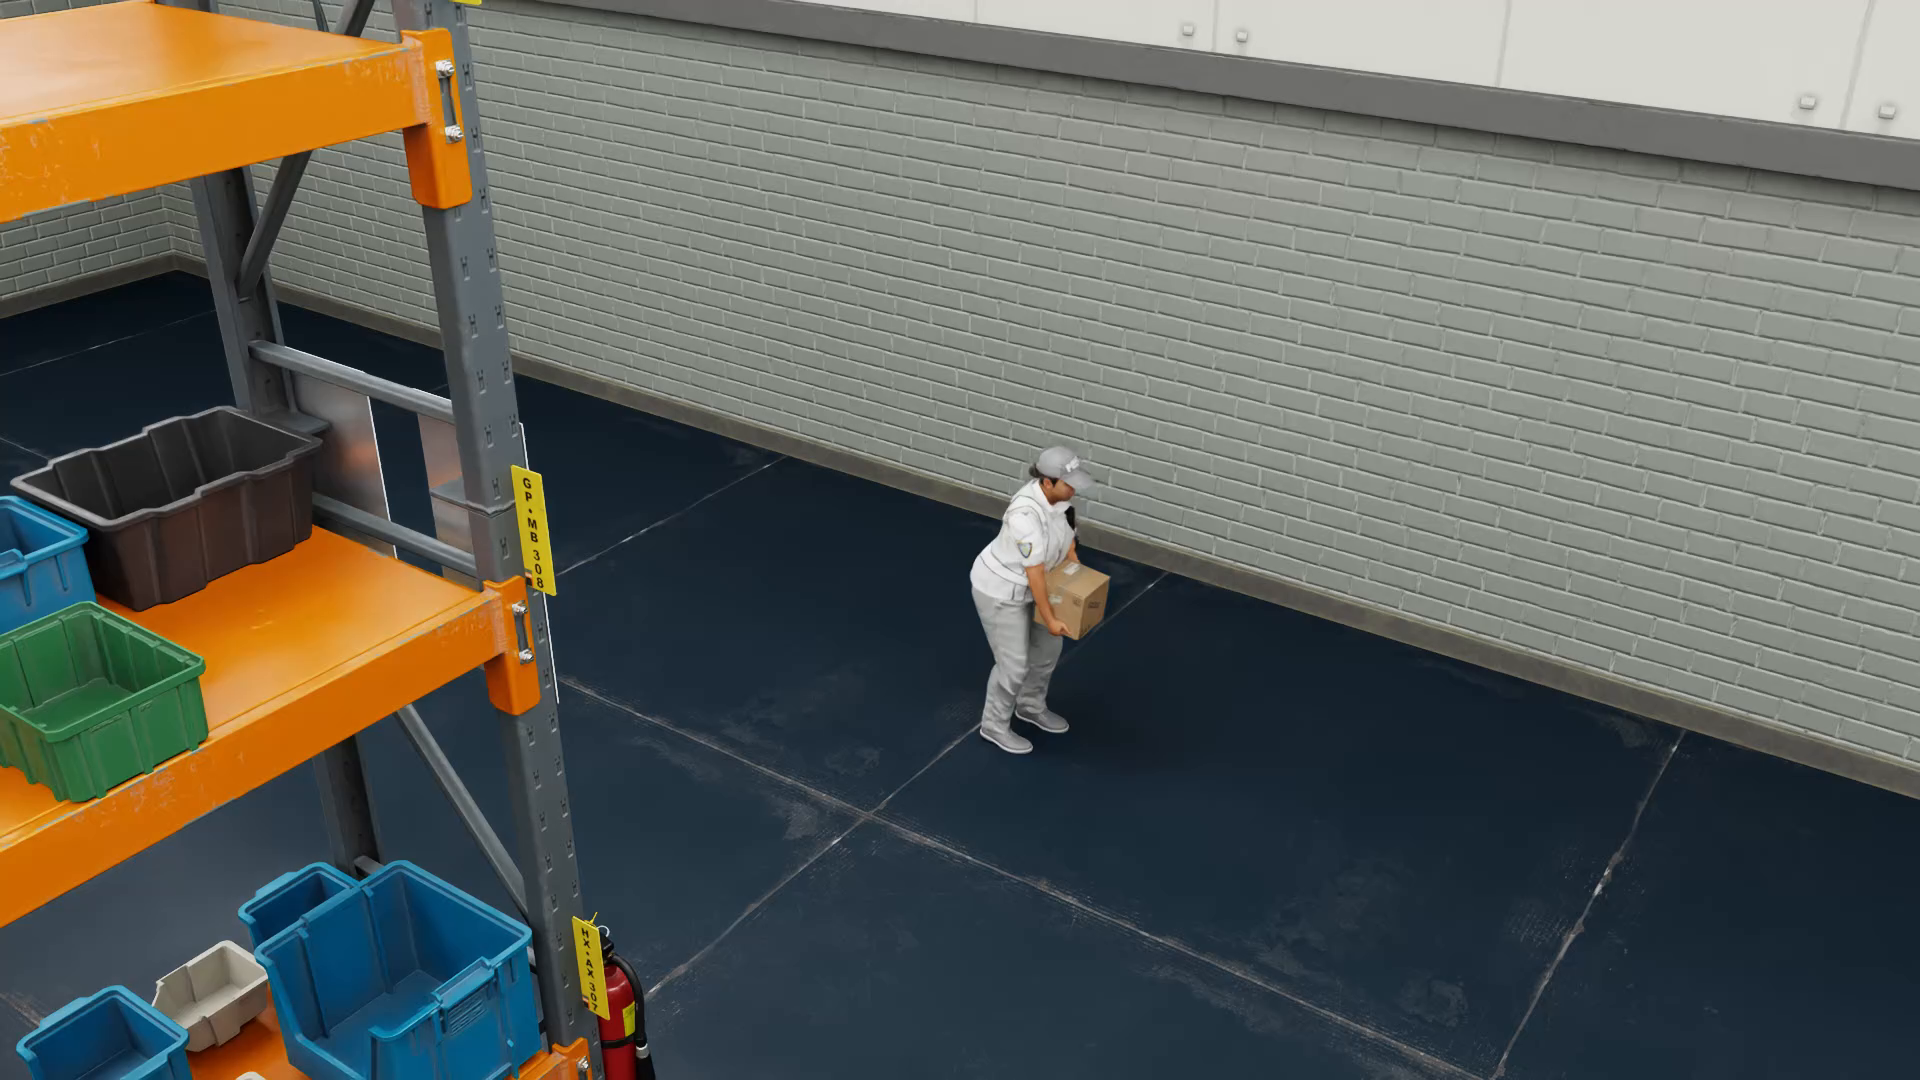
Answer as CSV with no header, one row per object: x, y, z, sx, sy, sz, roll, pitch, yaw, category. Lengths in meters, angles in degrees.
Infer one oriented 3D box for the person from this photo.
0.359,0.271,8.142,0.592,1.623,0.452,17,32,29,person
